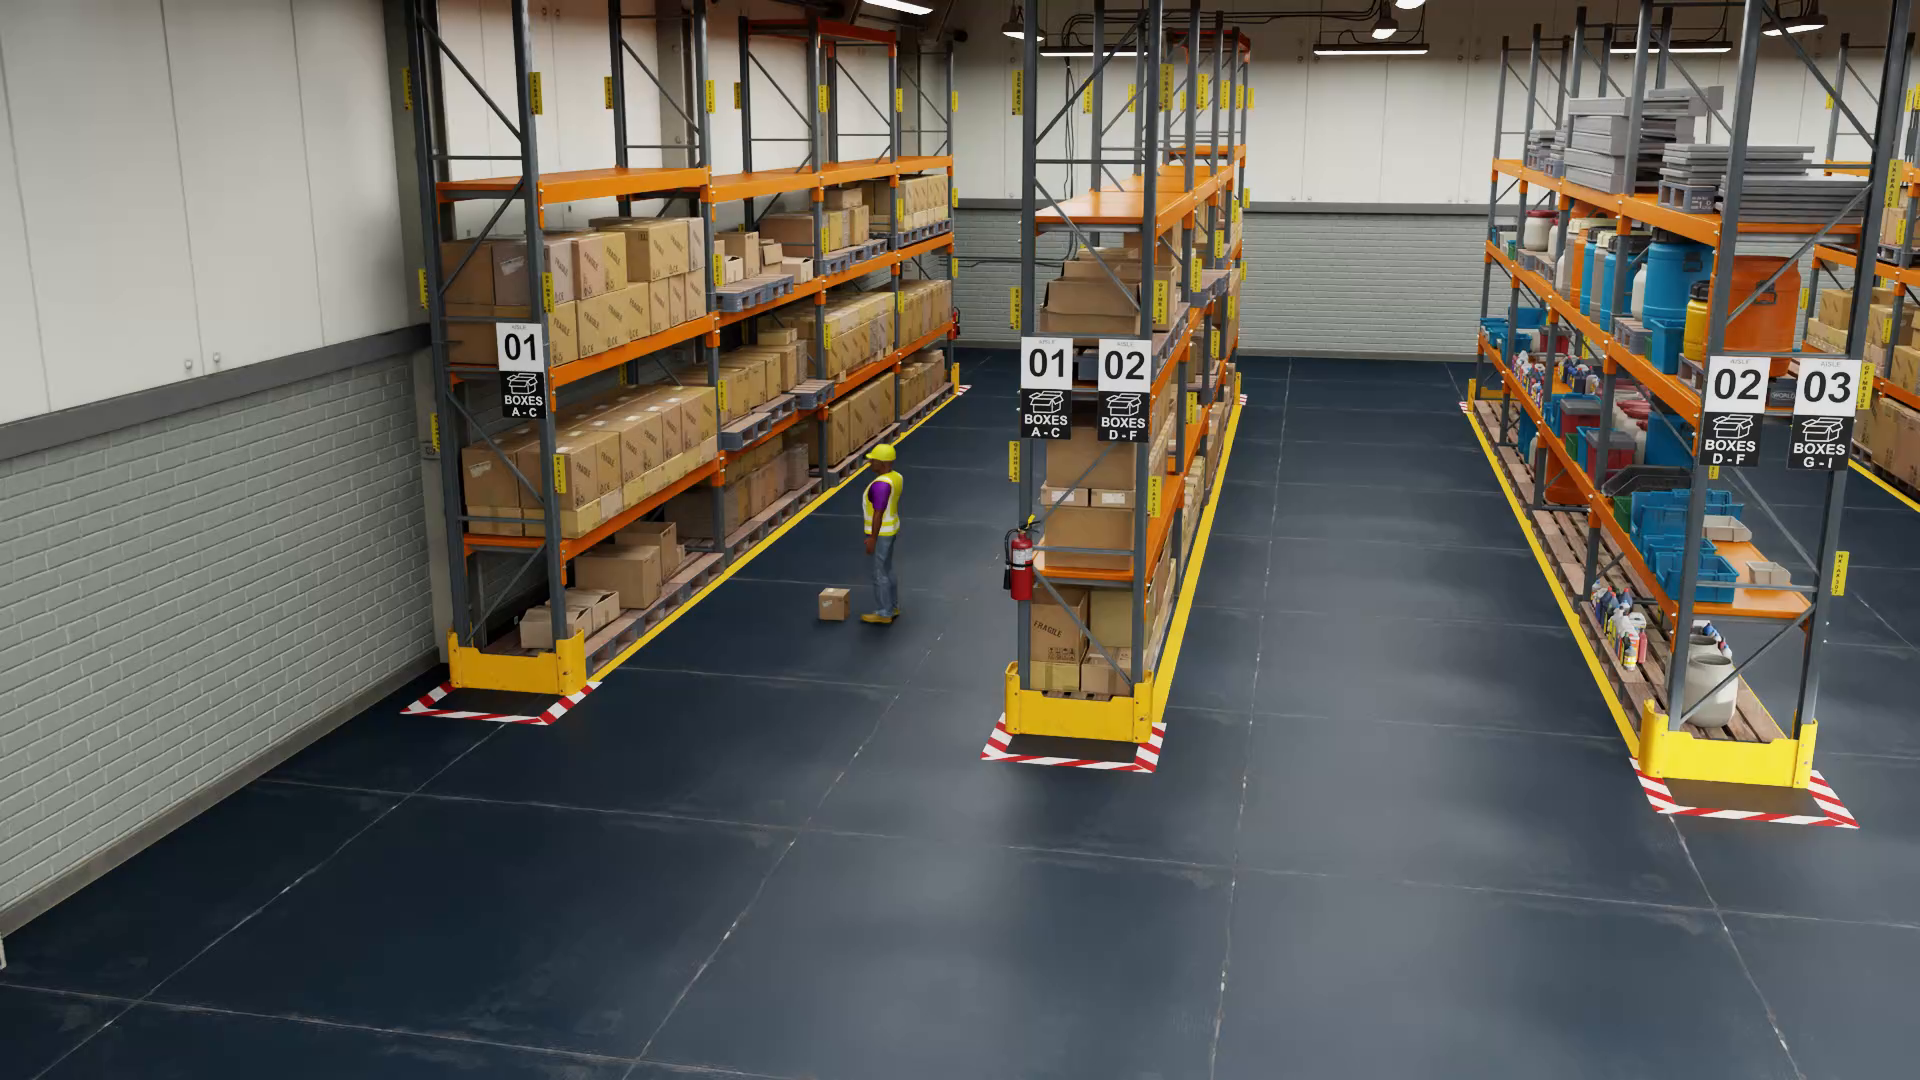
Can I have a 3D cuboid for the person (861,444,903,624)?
[{"bbox_3d":[-0.770,-0.055,16.226,0.371,1.787,0.564,3,15,13],"label":"person"}]
